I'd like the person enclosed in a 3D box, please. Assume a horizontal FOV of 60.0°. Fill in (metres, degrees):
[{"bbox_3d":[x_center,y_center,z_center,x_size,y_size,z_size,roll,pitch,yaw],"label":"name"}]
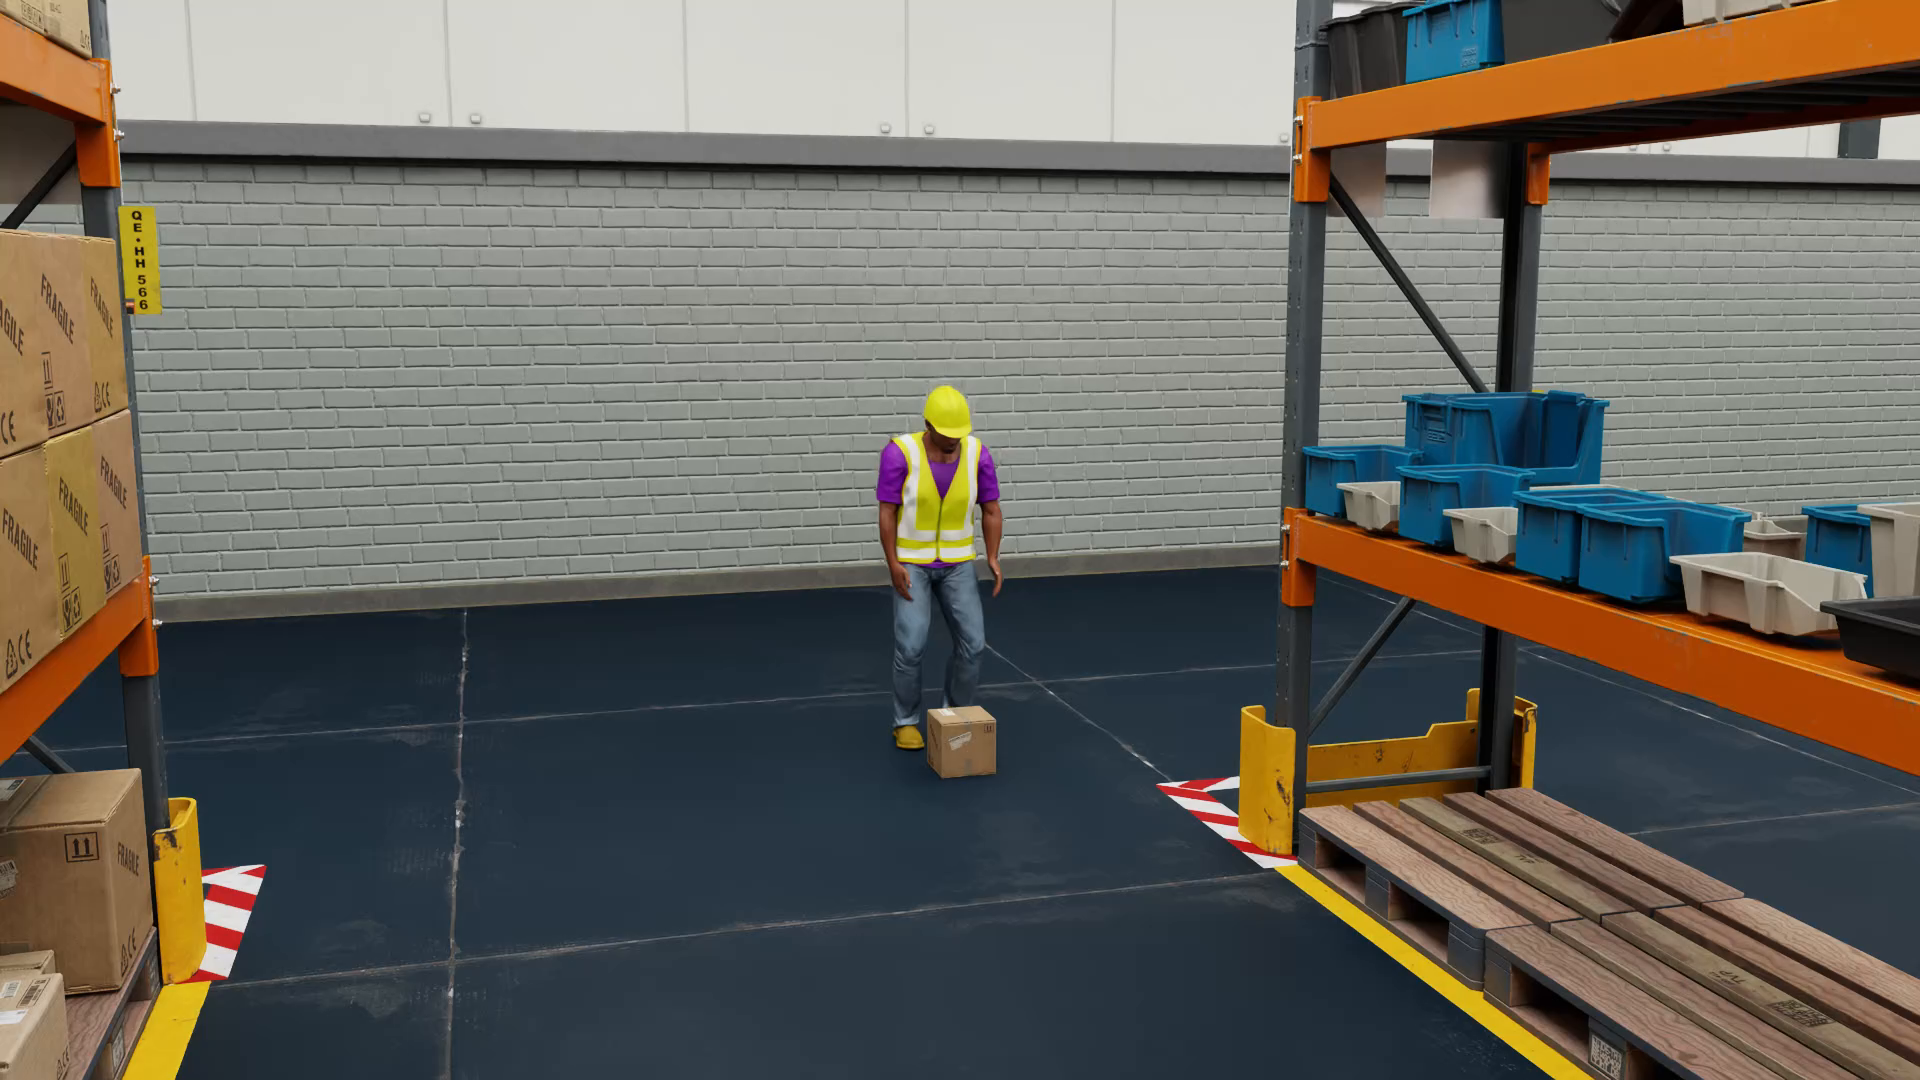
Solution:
[{"bbox_3d":[-0.084,0.144,7.776,0.610,1.651,0.554,-2,10,-15],"label":"person"}]
